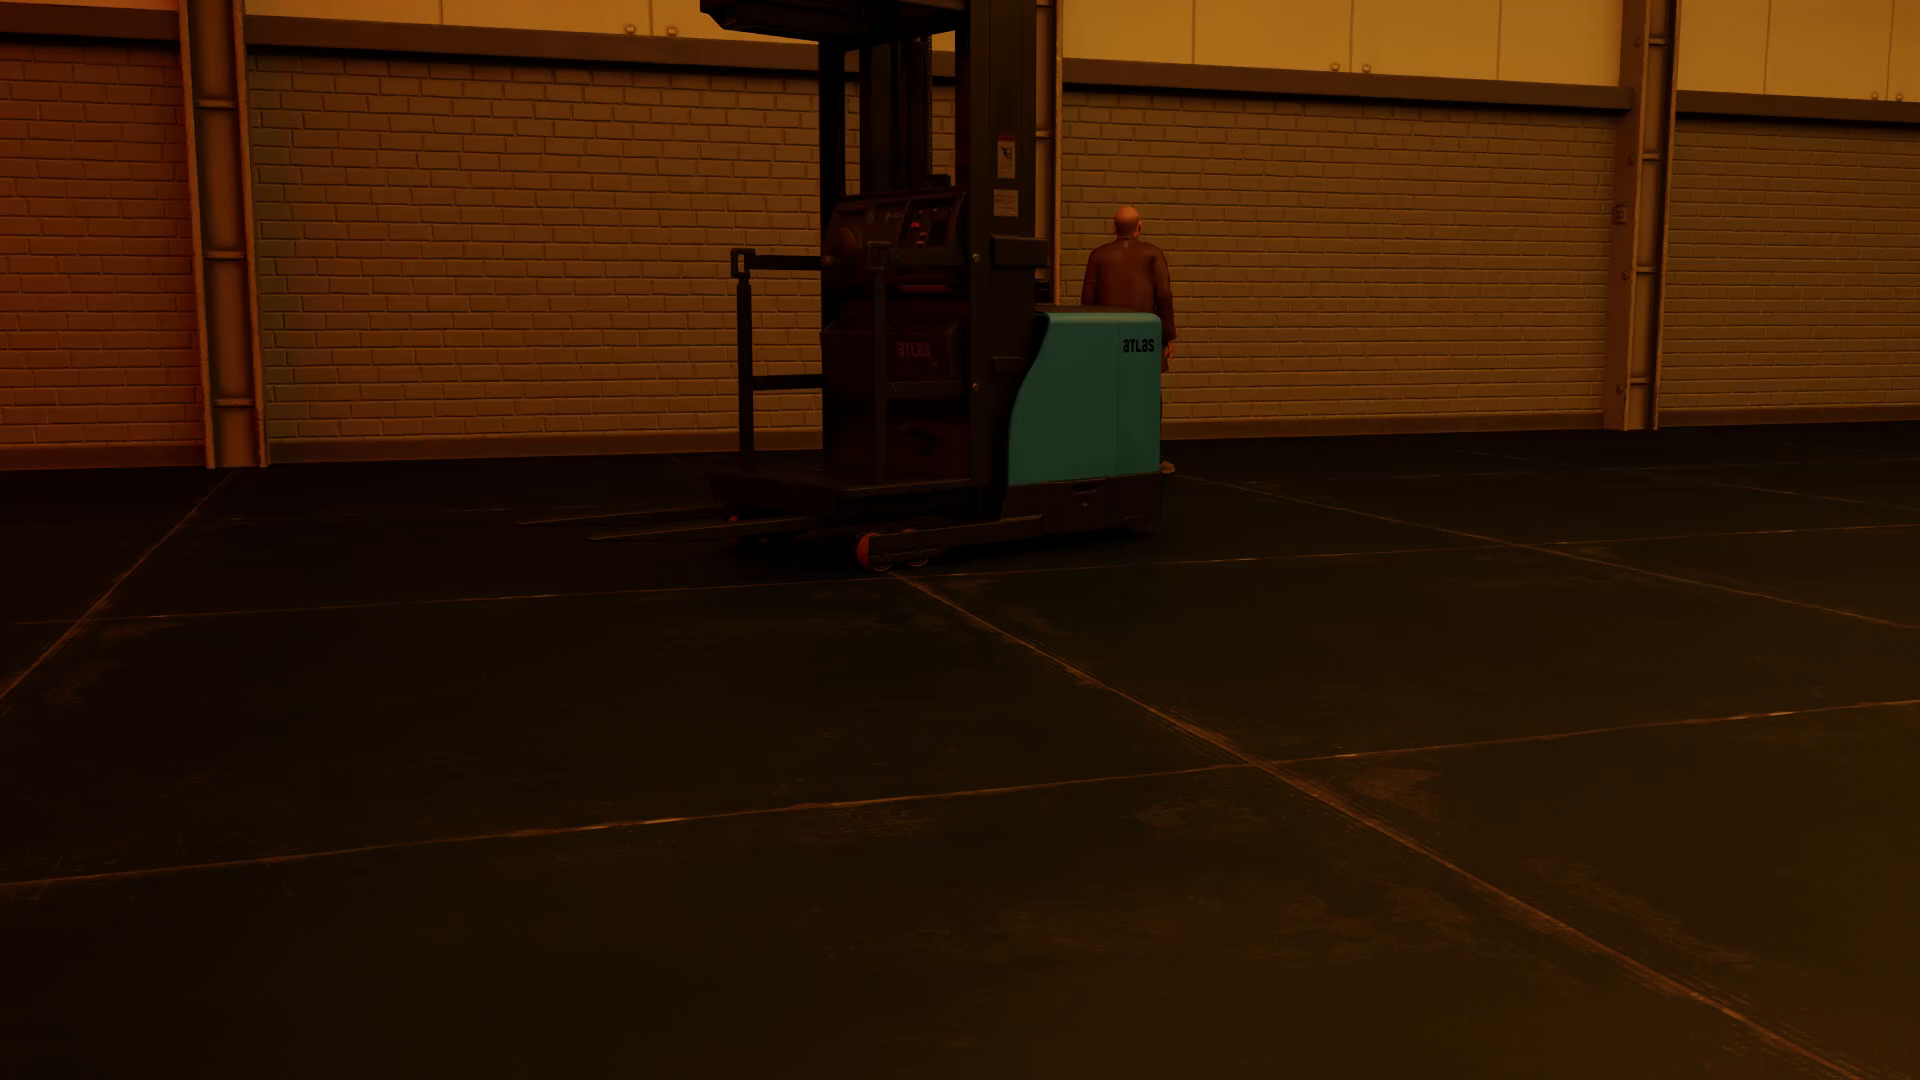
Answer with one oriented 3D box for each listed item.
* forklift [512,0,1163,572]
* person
[{"bbox_3d":[-0.461,-1.399,7.333,3.031,2.935,1.130,-7,10,-40],"label":"forklift"},{"bbox_3d":[1.115,-1.319,11.044,0.649,1.772,0.436,2,8,17],"label":"person"}]
